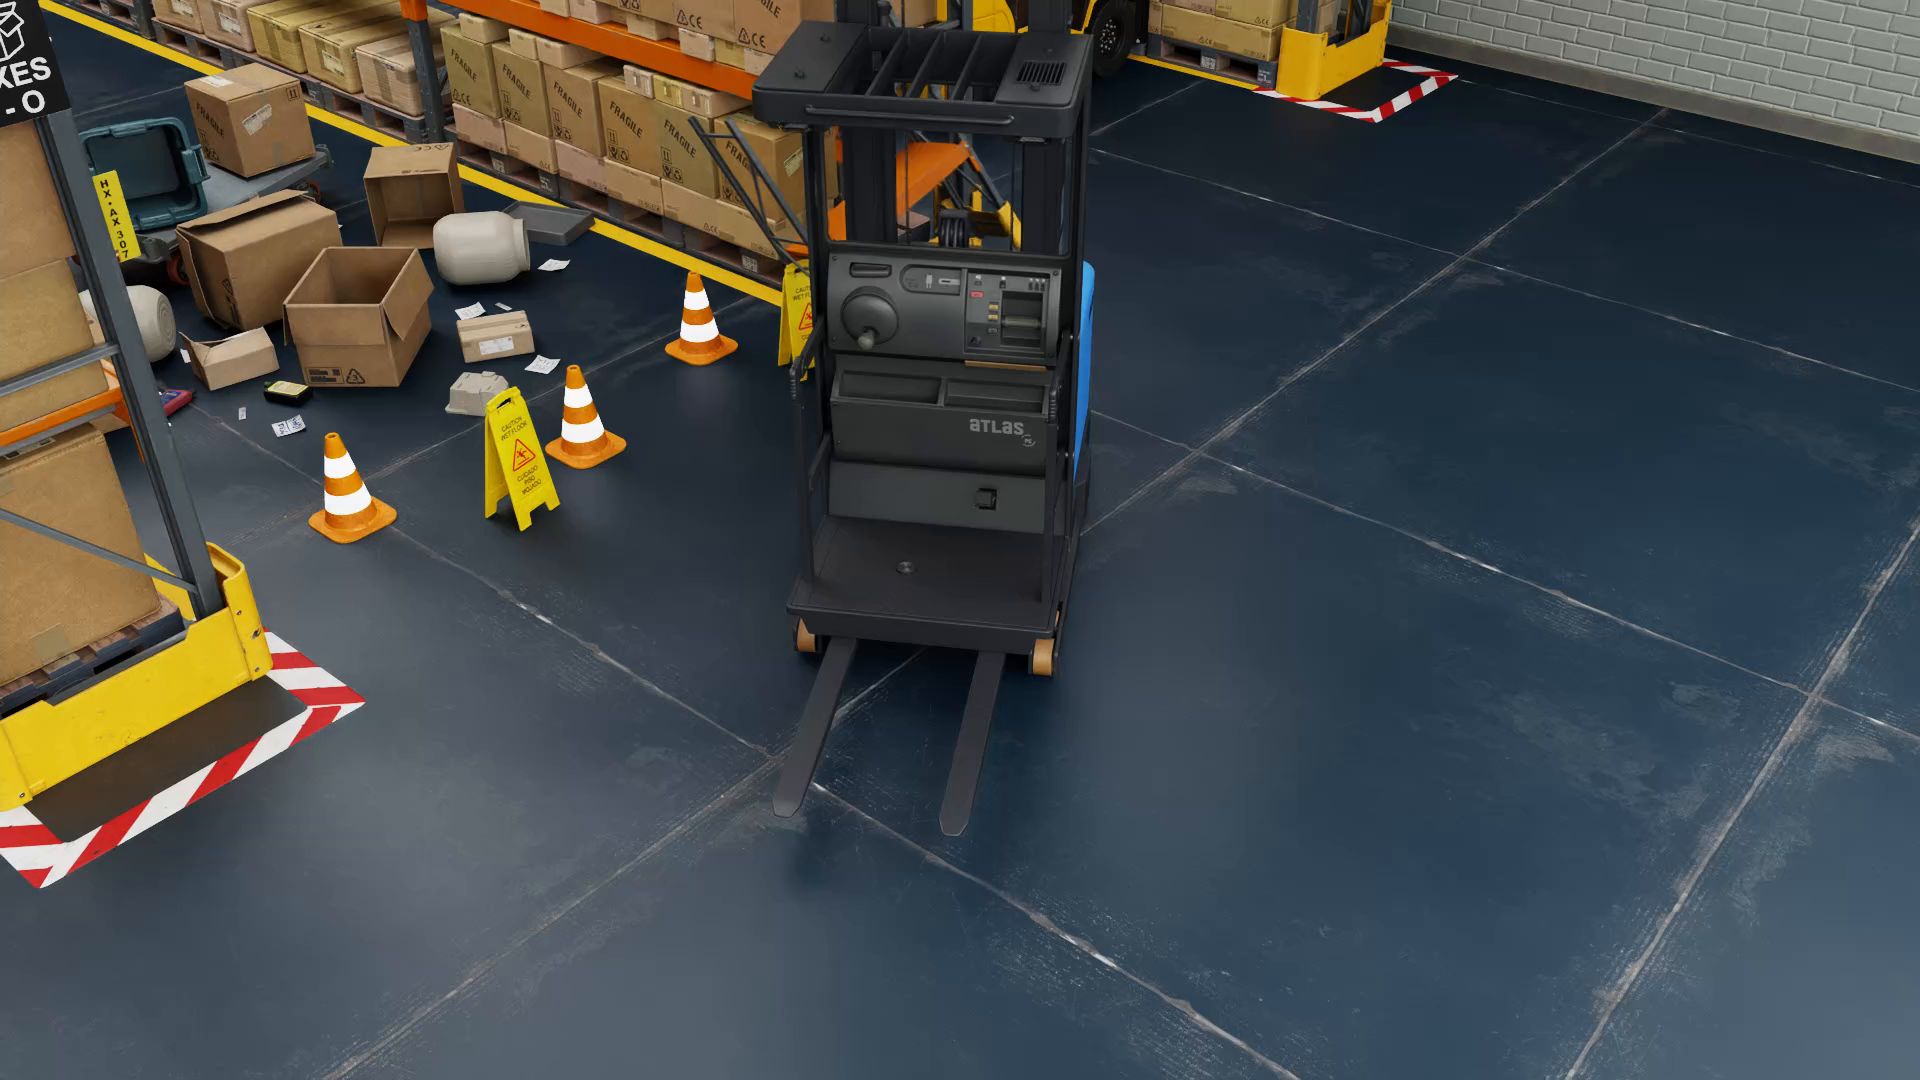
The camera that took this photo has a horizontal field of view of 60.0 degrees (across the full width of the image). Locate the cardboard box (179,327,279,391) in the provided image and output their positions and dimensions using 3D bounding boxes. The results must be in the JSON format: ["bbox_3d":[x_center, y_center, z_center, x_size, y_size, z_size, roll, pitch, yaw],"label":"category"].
[{"bbox_3d":[-3.954,-1.024,9.006,0.396,0.266,0.258,-26,42,-32],"label":"cardboard box"}]

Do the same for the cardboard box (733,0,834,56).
[{"bbox_3d":[-0.884,-2.954,9.051,0.500,0.500,0.500,24,41,31],"label":"cardboard box"}]

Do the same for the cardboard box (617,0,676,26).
[{"bbox_3d":[-1.648,-3.320,9.584,0.500,0.500,0.500,25,42,32],"label":"cardboard box"}]

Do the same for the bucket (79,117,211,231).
[{"bbox_3d":[-4.874,-2.203,9.857,0.726,0.611,0.620,-18,28,-25],"label":"bucket"}]

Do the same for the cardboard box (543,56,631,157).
[{"bbox_3d":[-2.267,-2.803,10.577,0.500,0.500,0.500,28,43,34],"label":"cardboard box"}]

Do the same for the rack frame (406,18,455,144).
[{"bbox_3d":[-3.364,-4.162,11.161,0.127,3.000,1.000,25,42,32],"label":"rack frame"}]

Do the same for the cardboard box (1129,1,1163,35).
[{"bbox_3d":[1.565,-4.316,13.443,0.500,0.250,0.500,26,42,32],"label":"cardboard box"}]

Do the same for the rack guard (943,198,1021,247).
[{"bbox_3d":[0.139,-1.739,9.089,0.087,0.250,0.587,-43,31,-15],"label":"rack guard"}]

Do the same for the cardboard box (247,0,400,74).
[{"bbox_3d":[-4.859,-3.951,12.804,0.625,0.372,0.950,27,43,33],"label":"cardboard box"}]

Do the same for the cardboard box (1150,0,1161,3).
[{"bbox_3d":[1.520,-4.525,13.305,0.500,0.250,0.500,24,41,31],"label":"cardboard box"}]

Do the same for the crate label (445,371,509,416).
[{"bbox_3d":[-2.539,-0.780,8.765,0.298,0.136,0.250,6,35,8],"label":"crate label"}]

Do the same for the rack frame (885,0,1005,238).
[{"bbox_3d":[-0.151,-2.199,8.781,0.032,1.500,0.500,-43,31,-15],"label":"rack frame"}]

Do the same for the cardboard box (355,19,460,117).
[{"bbox_3d":[-3.769,-3.441,12.061,0.625,0.372,0.950,26,42,32],"label":"cardboard box"}]

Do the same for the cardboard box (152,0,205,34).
[{"bbox_3d":[-6.011,-4.492,13.592,0.625,0.372,0.950,22,40,29],"label":"cardboard box"}]

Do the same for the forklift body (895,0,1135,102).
[{"bbox_3d":[0.258,-4.418,12.283,1.214,2.155,2.313,25,42,32],"label":"forklift body"}]

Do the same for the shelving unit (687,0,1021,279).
[{"bbox_3d":[-0.515,-1.857,8.645,1.083,1.500,0.587,-43,31,-15],"label":"shelving unit"}]

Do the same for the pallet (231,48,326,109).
[{"bbox_3d":[-4.906,-3.736,13.004,1.213,0.211,1.003,25,42,32],"label":"pallet"}]

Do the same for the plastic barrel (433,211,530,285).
[{"bbox_3d":[-2.846,-1.741,9.911,0.512,0.421,0.421,-6,35,-8],"label":"plastic barrel"}]

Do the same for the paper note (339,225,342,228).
[{"bbox_3d":[-4.049,-2.004,10.642,0.142,0.019,0.148,25,42,32],"label":"paper note"}]

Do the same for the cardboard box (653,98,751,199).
[{"bbox_3d":[-1.476,-2.427,10.029,0.500,0.500,0.500,27,43,33],"label":"cardboard box"}]

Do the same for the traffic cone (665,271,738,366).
[{"bbox_3d":[-1.446,-1.262,9.179,0.334,0.463,0.336,25,42,32],"label":"traffic cone"}]

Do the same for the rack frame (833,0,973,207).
[{"bbox_3d":[-0.290,-2.714,9.052,0.127,3.000,1.000,25,42,32],"label":"rack frame"}]

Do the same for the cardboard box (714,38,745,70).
[{"bbox_3d":[-1.164,-2.798,9.397,0.250,0.149,0.380,24,41,31],"label":"cardboard box"}]

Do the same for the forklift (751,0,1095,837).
[{"bbox_3d":[-0.097,-0.860,6.413,1.130,2.935,3.031,5,35,7],"label":"forklift"}]

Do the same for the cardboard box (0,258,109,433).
[{"bbox_3d":[-3.694,-0.700,5.987,0.550,0.550,0.875,25,42,32],"label":"cardboard box"}]

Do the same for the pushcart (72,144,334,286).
[{"bbox_3d":[-4.785,-2.071,10.433,0.936,0.377,1.648,12,36,16],"label":"pushcart"}]

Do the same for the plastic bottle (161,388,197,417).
[{"bbox_3d":[-4.160,-0.728,8.756,0.133,0.061,0.283,12,36,16],"label":"plastic bottle"}]

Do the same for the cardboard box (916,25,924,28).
[{"bbox_3d":[-0.419,-2.823,9.433,0.250,0.149,0.380,25,42,32],"label":"cardboard box"}]

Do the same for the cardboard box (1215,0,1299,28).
[{"bbox_3d":[2.309,-4.161,12.775,0.500,0.250,0.500,25,41,31],"label":"cardboard box"}]

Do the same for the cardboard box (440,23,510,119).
[{"bbox_3d":[-3.084,-3.180,11.126,0.500,0.500,0.500,27,43,34],"label":"cardboard box"}]

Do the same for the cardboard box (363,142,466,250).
[{"bbox_3d":[-3.412,-2.153,10.441,0.500,0.500,0.500,-6,35,-8],"label":"cardboard box"}]

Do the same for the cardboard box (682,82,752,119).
[{"bbox_3d":[-1.398,-2.610,9.724,0.250,0.149,0.380,27,43,33],"label":"cardboard box"}]

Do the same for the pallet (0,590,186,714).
[{"bbox_3d":[-4.044,0.371,7.024,1.213,0.211,1.003,25,42,32],"label":"pallet"}]

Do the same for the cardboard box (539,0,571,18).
[{"bbox_3d":[-2.350,-3.338,10.183,0.250,0.149,0.380,25,42,32],"label":"cardboard box"}]

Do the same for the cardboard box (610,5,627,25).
[{"bbox_3d":[-1.877,-3.215,10.003,0.250,0.149,0.380,25,42,32],"label":"cardboard box"}]

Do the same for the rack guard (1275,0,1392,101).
[{"bbox_3d":[2.901,-3.835,12.893,0.348,0.500,1.175,25,42,32],"label":"rack guard"}]

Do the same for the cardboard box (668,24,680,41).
[{"bbox_3d":[-1.488,-3.032,9.737,0.250,0.149,0.380,26,42,32],"label":"cardboard box"}]

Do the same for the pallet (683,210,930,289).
[{"bbox_3d":[-0.950,-1.901,10.332,1.213,0.211,1.003,25,42,32],"label":"pallet"}]

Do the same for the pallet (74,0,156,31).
[{"bbox_3d":[-6.996,-4.780,14.524,1.213,0.211,1.003,25,42,32],"label":"pallet"}]

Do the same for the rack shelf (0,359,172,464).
[{"bbox_3d":[-4.917,-0.951,7.121,4.000,0.370,1.077,25,42,32],"label":"rack shelf"}]

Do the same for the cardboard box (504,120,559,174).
[{"bbox_3d":[-2.666,-2.682,11.064,0.500,0.250,0.500,28,43,34],"label":"cardboard box"}]

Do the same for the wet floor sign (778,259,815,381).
[{"bbox_3d":[-0.829,-1.209,8.940,0.267,0.644,0.232,-18,38,-25],"label":"wet floor sign"}]

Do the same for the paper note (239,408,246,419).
[{"bbox_3d":[-3.758,-0.663,8.706,0.032,0.001,0.123,-12,36,-17],"label":"paper note"}]

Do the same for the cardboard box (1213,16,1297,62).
[{"bbox_3d":[2.319,-3.947,12.905,0.500,0.250,0.500,26,42,32],"label":"cardboard box"}]

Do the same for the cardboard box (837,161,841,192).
[{"bbox_3d":[-0.752,-2.483,10.112,0.500,0.500,0.500,24,41,30],"label":"cardboard box"}]

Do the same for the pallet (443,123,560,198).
[{"bbox_3d":[-2.826,-2.785,11.619,1.213,0.211,1.003,25,42,32],"label":"pallet"}]

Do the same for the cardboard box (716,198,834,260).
[{"bbox_3d":[-1.102,-1.938,9.980,0.500,0.250,0.500,25,42,32],"label":"cardboard box"}]

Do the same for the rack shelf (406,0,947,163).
[{"bbox_3d":[-1.827,-3.141,10.310,4.000,0.370,1.077,25,42,32],"label":"rack shelf"}]

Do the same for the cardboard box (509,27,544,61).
[{"bbox_3d":[-2.630,-3.191,10.569,0.250,0.149,0.380,27,43,33],"label":"cardboard box"}]

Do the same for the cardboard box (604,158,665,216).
[{"bbox_3d":[-1.882,-2.307,10.518,0.500,0.250,0.500,24,41,30],"label":"cardboard box"}]

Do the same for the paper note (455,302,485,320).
[{"bbox_3d":[-2.847,-1.334,9.676,0.148,0.019,0.142,-18,38,-25],"label":"paper note"}]

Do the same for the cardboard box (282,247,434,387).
[{"bbox_3d":[-3.260,-1.219,9.081,0.637,0.503,0.797,0,34,0],"label":"cardboard box"}]

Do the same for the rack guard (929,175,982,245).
[{"bbox_3d":[-0.349,-1.711,9.799,0.348,0.500,1.175,25,42,32],"label":"rack guard"}]

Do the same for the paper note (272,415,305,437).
[{"bbox_3d":[-3.467,-0.590,8.584,0.144,0.017,0.142,-18,38,-25],"label":"paper note"}]

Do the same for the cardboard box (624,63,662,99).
[{"bbox_3d":[-1.791,-2.799,9.998,0.250,0.149,0.380,27,43,34],"label":"cardboard box"}]

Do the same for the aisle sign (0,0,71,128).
[{"bbox_3d":[-3.133,-1.700,5.279,0.004,0.787,0.394,25,42,32],"label":"aisle sign"}]

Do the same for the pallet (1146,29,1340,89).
[{"bbox_3d":[2.268,-3.984,13.364,1.213,0.211,1.003,25,42,32],"label":"pallet"}]

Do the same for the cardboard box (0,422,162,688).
[{"bbox_3d":[-3.943,-0.038,6.661,0.875,0.875,0.875,26,42,32],"label":"cardboard box"}]
